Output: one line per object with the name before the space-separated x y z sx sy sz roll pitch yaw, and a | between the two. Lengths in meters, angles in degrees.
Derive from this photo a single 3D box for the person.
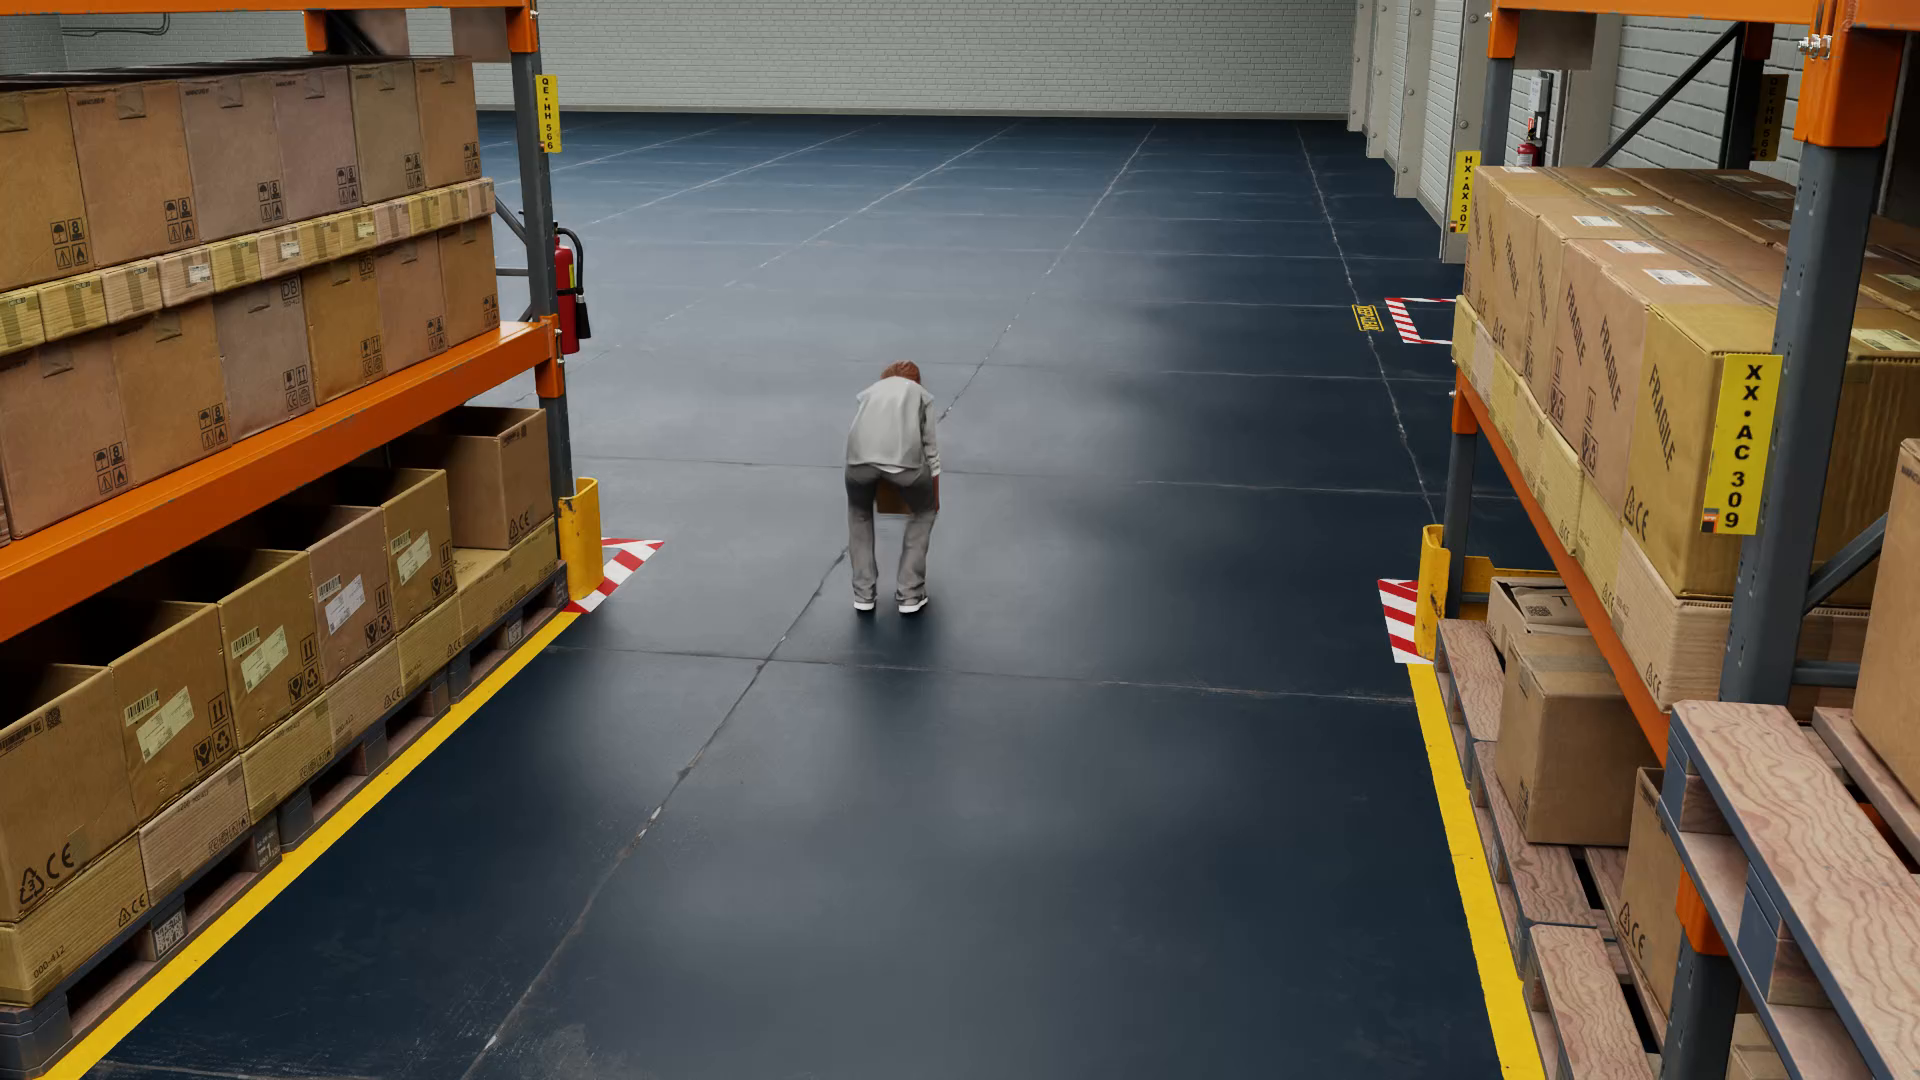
person | -0.305 -0.249 7.699 0.409 1.057 0.850 2 18 6
